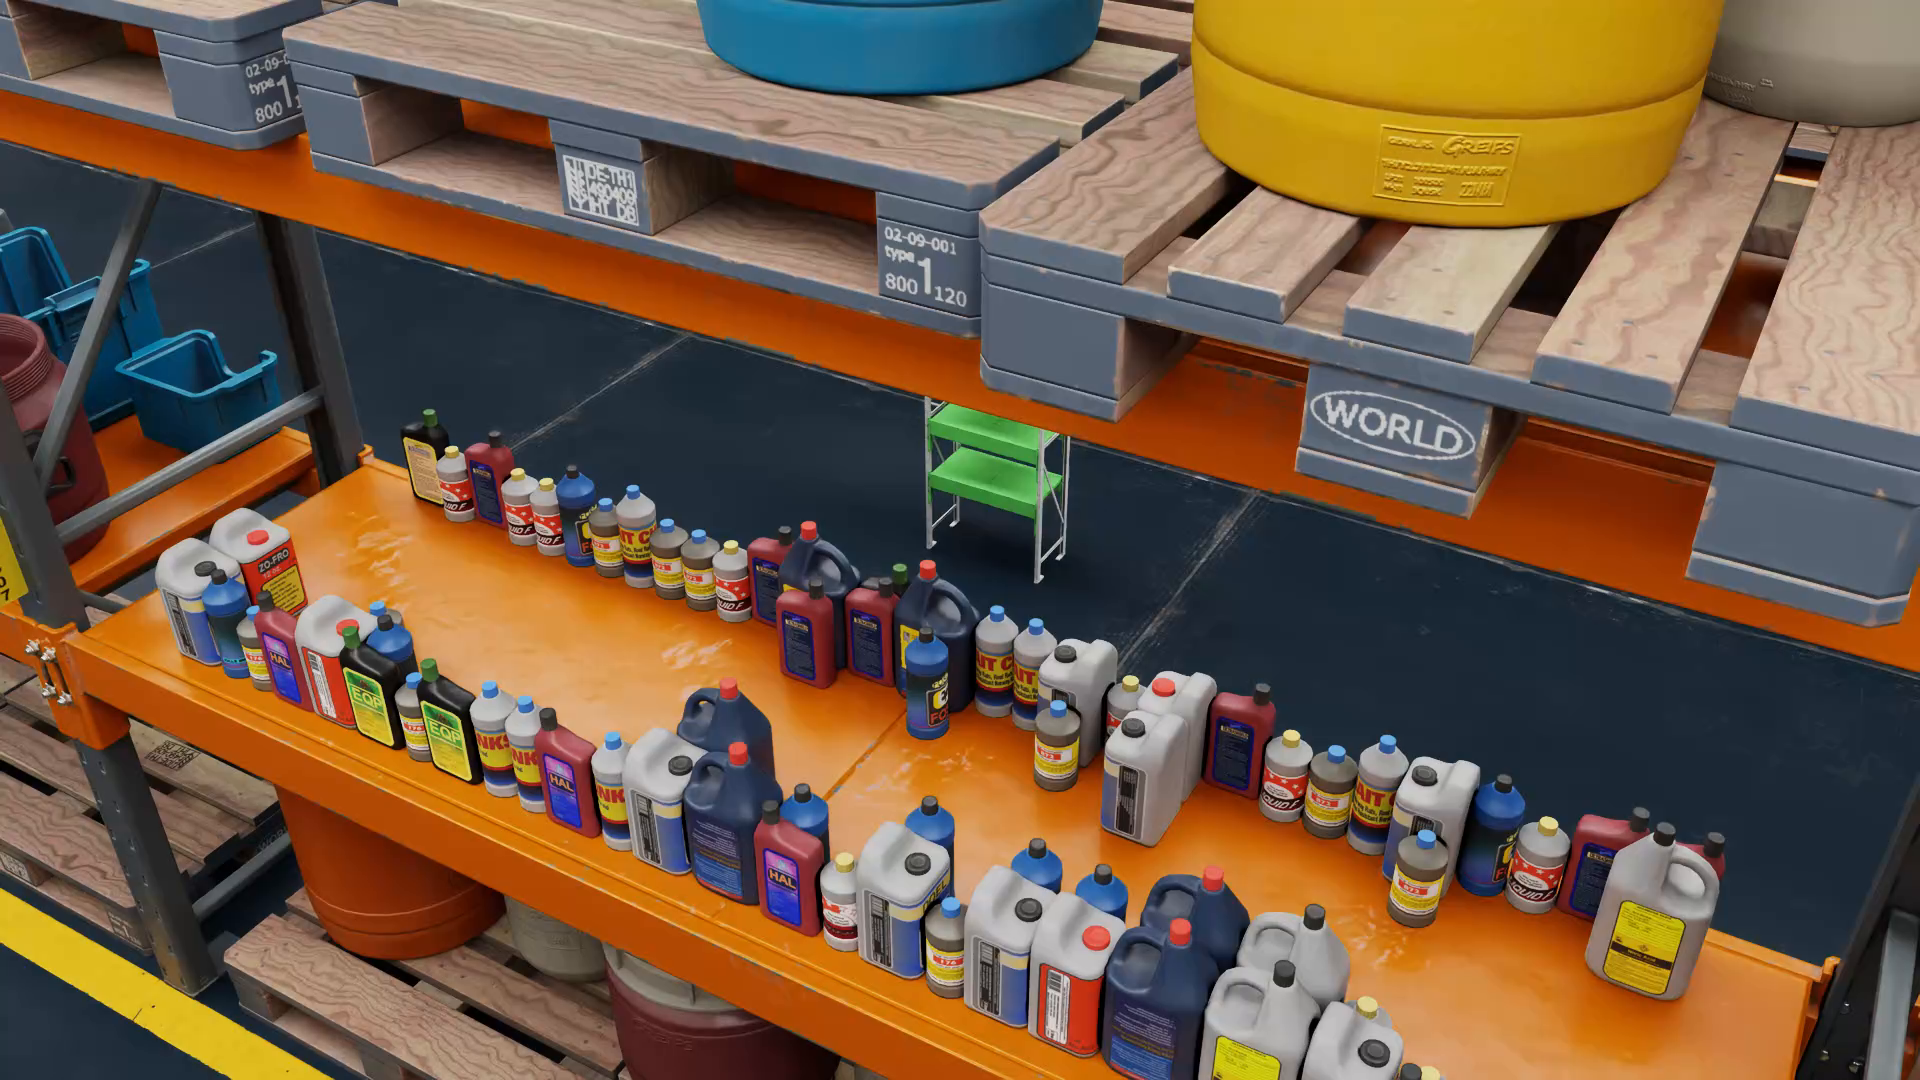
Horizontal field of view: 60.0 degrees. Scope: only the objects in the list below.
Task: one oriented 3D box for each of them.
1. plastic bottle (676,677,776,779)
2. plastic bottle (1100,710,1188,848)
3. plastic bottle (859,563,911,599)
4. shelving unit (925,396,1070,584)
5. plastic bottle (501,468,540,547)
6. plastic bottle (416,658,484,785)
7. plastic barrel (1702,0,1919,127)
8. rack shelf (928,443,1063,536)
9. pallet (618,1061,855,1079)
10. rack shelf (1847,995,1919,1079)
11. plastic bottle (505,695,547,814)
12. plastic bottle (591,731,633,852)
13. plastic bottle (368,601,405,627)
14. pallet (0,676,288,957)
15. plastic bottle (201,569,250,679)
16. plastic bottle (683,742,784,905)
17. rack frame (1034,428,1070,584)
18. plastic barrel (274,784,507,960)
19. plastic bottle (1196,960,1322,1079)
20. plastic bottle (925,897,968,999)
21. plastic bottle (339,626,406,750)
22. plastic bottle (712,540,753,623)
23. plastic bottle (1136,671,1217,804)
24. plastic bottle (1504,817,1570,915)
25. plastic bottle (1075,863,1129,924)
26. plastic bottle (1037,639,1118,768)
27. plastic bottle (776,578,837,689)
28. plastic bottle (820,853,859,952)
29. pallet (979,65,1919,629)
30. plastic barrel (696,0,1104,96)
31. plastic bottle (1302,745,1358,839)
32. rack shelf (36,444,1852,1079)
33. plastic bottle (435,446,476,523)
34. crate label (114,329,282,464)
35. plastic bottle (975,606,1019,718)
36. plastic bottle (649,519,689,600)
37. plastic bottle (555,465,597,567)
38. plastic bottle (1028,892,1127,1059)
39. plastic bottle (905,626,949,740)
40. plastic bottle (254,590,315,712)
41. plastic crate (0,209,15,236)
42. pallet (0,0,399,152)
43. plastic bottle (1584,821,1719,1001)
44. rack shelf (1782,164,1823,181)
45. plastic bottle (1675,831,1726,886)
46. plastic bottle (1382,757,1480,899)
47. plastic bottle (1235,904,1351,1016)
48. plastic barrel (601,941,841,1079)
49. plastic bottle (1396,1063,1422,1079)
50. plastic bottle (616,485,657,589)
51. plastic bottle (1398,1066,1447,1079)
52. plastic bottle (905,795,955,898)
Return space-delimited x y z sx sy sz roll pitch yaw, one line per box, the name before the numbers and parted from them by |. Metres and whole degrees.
plastic bottle | -0.486 0.426 3.448 0.185 0.351 0.144 18 37 24
plastic bottle | 0.380 0.474 3.444 0.135 0.276 0.152 18 37 24
plastic bottle | -0.169 0.171 3.893 0.133 0.283 0.061 18 37 24
shelving unit | 0.144 -0.454 6.349 0.503 1.200 0.258 18 37 24
plastic bottle | -1.146 -0.093 4.363 0.097 0.201 0.097 0 34 0
plastic bottle | -1.090 0.387 3.568 0.133 0.283 0.061 18 37 24
plastic barrel | 1.140 -0.831 2.084 0.433 0.535 0.433 0 34 0
rack shelf | 0.144 -0.201 6.518 0.480 0.148 0.258 18 37 24
pallet | -0.240 1.508 4.295 1.213 0.211 1.003 18 37 24
rack shelf | 3.209 1.764 2.044 4.000 0.370 1.077 18 37 24
plastic bottle | -0.896 0.442 3.497 0.097 0.271 0.097 0 34 0
plastic bottle | -0.696 0.505 3.401 0.097 0.271 0.097 0 34 0
plastic bottle | -1.338 0.234 3.872 0.097 0.201 0.097 0 34 0
pallet | -2.654 0.743 5.443 1.213 0.211 1.003 18 37 24
plastic bottle | -1.698 0.187 3.878 0.097 0.271 0.097 0 34 0
plastic bottle | -0.445 0.537 3.282 0.185 0.351 0.144 18 37 24
rack frame | 0.356 -0.387 6.248 0.015 1.200 0.240 18 37 24
plastic barrel | -1.567 0.669 4.618 0.708 0.830 0.600 18 37 24
plastic bottle | 0.512 0.840 2.827 0.185 0.351 0.144 18 37 24
plastic bottle | -0.016 0.749 3.098 0.097 0.201 0.097 0 34 0
plastic bottle | -1.290 0.323 3.663 0.133 0.283 0.061 18 37 24
plastic bottle | -0.555 0.094 4.081 0.097 0.201 0.097 0 34 0
plastic bottle | 0.455 0.401 3.554 0.135 0.276 0.152 18 37 24
plastic bottle | 1.141 0.631 3.275 0.097 0.201 0.097 0 34 0
plastic bottle | 0.260 0.711 3.092 0.097 0.271 0.097 0 34 0
plastic bottle | 0.254 0.337 3.650 0.135 0.276 0.152 18 37 24
plastic bottle | -0.356 0.203 3.844 0.133 0.283 0.061 18 37 24
plastic bottle | -0.218 0.686 3.194 0.097 0.201 0.097 0 34 0
pallet | 0.743 -0.424 2.145 1.003 0.211 1.213 18 37 24
plastic barrel | -0.085 -1.113 2.178 0.708 0.901 0.600 18 37 24
plastic bottle | 0.770 0.514 3.451 0.097 0.201 0.097 0 34 0
rack shelf | -0.264 0.664 3.696 4.000 0.370 1.077 18 37 24
plastic bottle | -1.347 -0.157 4.458 0.097 0.201 0.097 0 34 0
crate label | -2.180 -0.412 4.814 0.416 0.233 0.303 18 37 24
plastic bottle | 0.083 0.267 3.759 0.097 0.271 0.097 0 34 0
plastic bottle | -0.724 0.041 4.162 0.097 0.201 0.097 0 34 0
plastic bottle | -0.977 -0.069 4.263 0.097 0.271 0.097 0 34 0
plastic bottle | 0.215 0.774 2.993 0.135 0.276 0.152 18 37 24
plastic bottle | -0.074 0.310 3.695 0.097 0.271 0.097 0 34 0
plastic bottle | -1.523 0.250 3.774 0.133 0.283 0.061 18 37 24
plastic crate | -3.252 -0.804 5.193 0.583 0.464 0.402 18 37 24
pallet | -1.385 -1.098 3.157 1.213 0.211 1.003 18 37 24
plastic bottle | 1.292 0.671 3.081 0.185 0.351 0.144 18 37 24
rack shelf | 2.197 -1.719 7.274 4.000 0.370 1.077 18 37 24
plastic bottle | 1.366 0.657 3.163 0.133 0.283 0.061 18 37 24
plastic bottle | 0.942 0.555 3.323 0.135 0.276 0.152 18 37 24
plastic bottle | 0.583 0.770 2.932 0.185 0.351 0.144 18 37 24
plastic barrel | -0.587 1.080 4.218 0.708 0.588 0.600 18 37 24
plastic bottle | 0.746 0.968 2.695 0.133 0.283 0.061 18 37 24
plastic bottle | -0.808 -0.015 4.183 0.097 0.271 0.097 0 34 0
plastic bottle | 0.770 0.959 2.782 0.097 0.201 0.097 0 34 0
plastic bottle | -0.058 0.610 3.244 0.097 0.271 0.097 0 34 0
